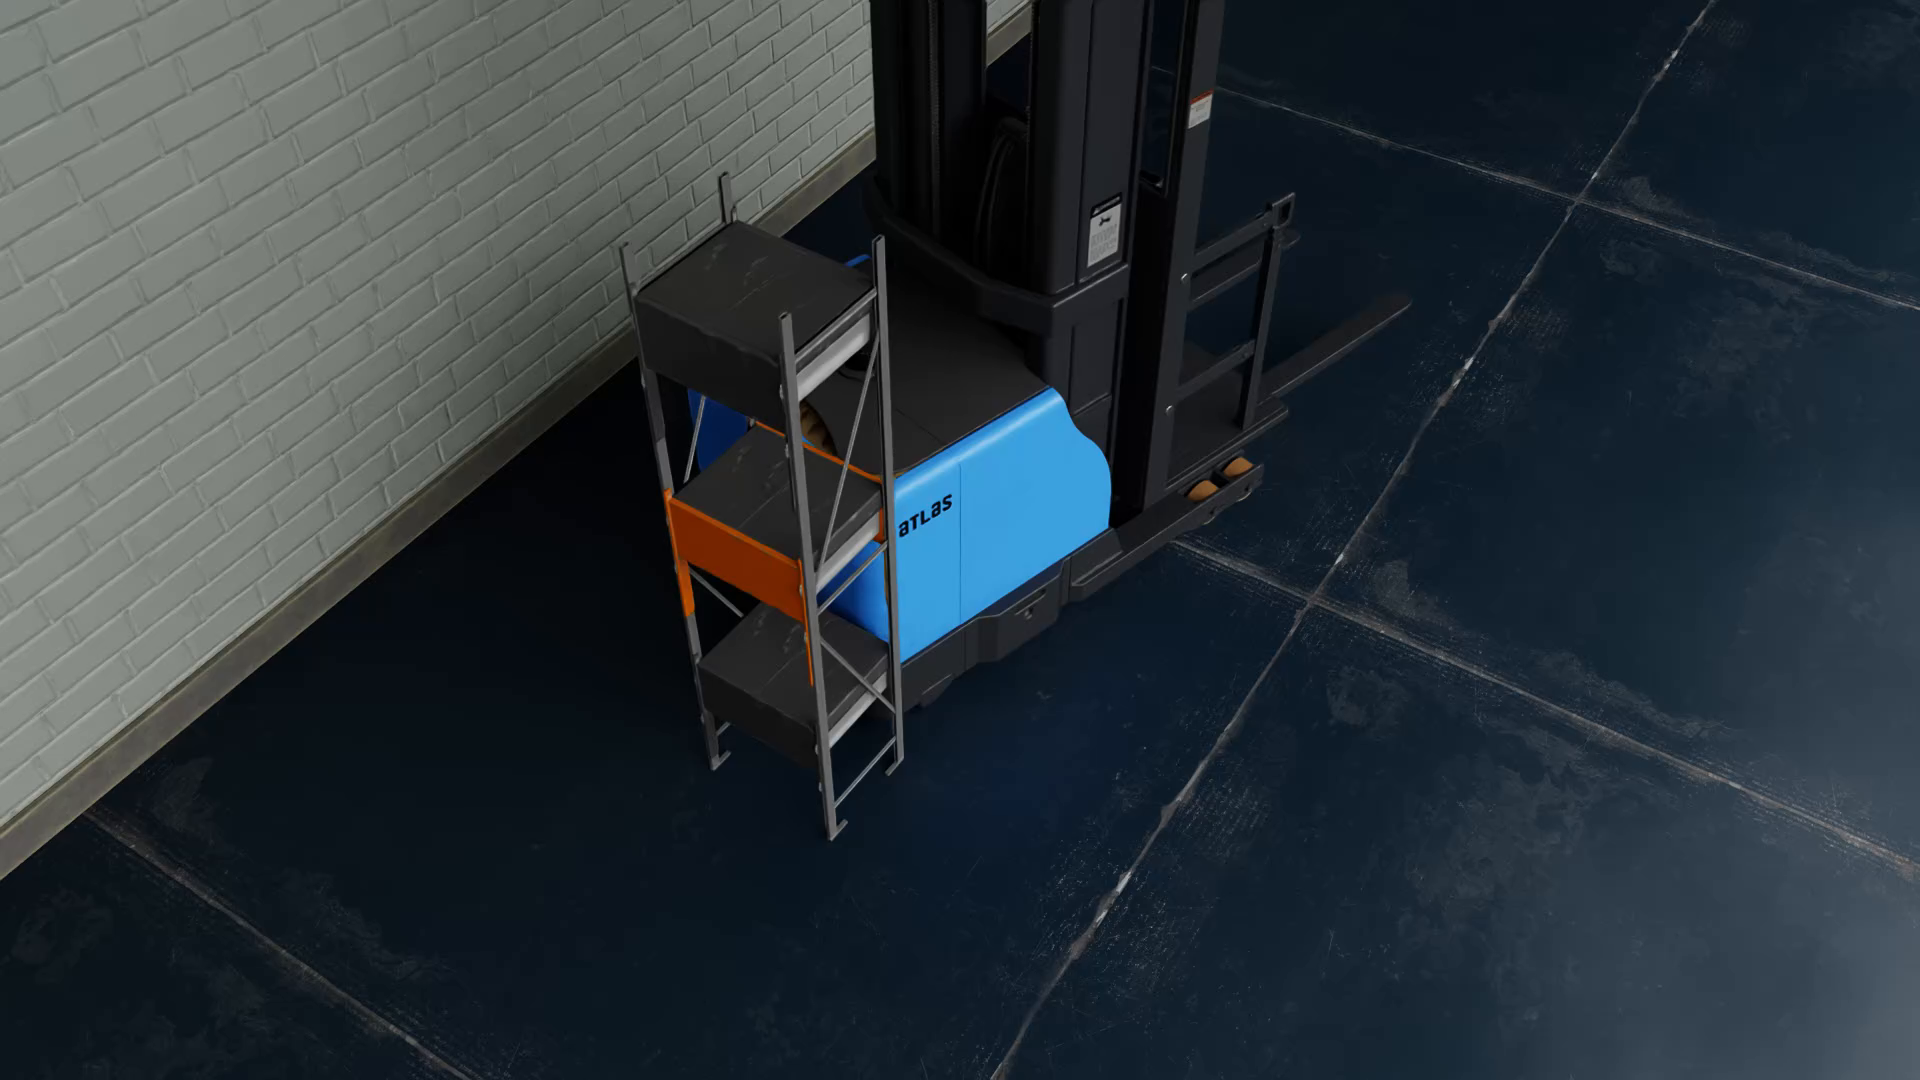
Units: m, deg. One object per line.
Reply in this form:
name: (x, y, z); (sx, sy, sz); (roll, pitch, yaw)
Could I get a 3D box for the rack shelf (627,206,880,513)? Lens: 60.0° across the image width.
rack shelf: (-0.504, -0.468, 4.283); (0.480, 0.518, 0.431); (26, 51, 23)

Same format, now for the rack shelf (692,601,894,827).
rack shelf: (-0.506, 0.510, 5.284); (0.480, 0.518, 0.431); (26, 51, 23)

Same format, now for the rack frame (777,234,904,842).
rack frame: (-0.303, 0.110, 4.678); (0.015, 2.100, 0.400); (26, 51, 23)

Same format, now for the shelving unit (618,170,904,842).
shelving unit: (-0.505, 0.011, 4.774); (0.503, 2.100, 0.431); (26, 51, 23)

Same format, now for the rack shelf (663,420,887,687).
rack shelf: (-0.505, 0.021, 4.784); (0.480, 0.518, 0.431); (26, 51, 23)

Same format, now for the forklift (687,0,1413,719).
forklift: (0.528, -1.337, 5.505); (3.031, 2.935, 1.130); (-32, 54, -27)

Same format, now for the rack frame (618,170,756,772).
rack frame: (-0.707, -0.087, 4.870); (0.015, 2.100, 0.400); (26, 51, 23)
